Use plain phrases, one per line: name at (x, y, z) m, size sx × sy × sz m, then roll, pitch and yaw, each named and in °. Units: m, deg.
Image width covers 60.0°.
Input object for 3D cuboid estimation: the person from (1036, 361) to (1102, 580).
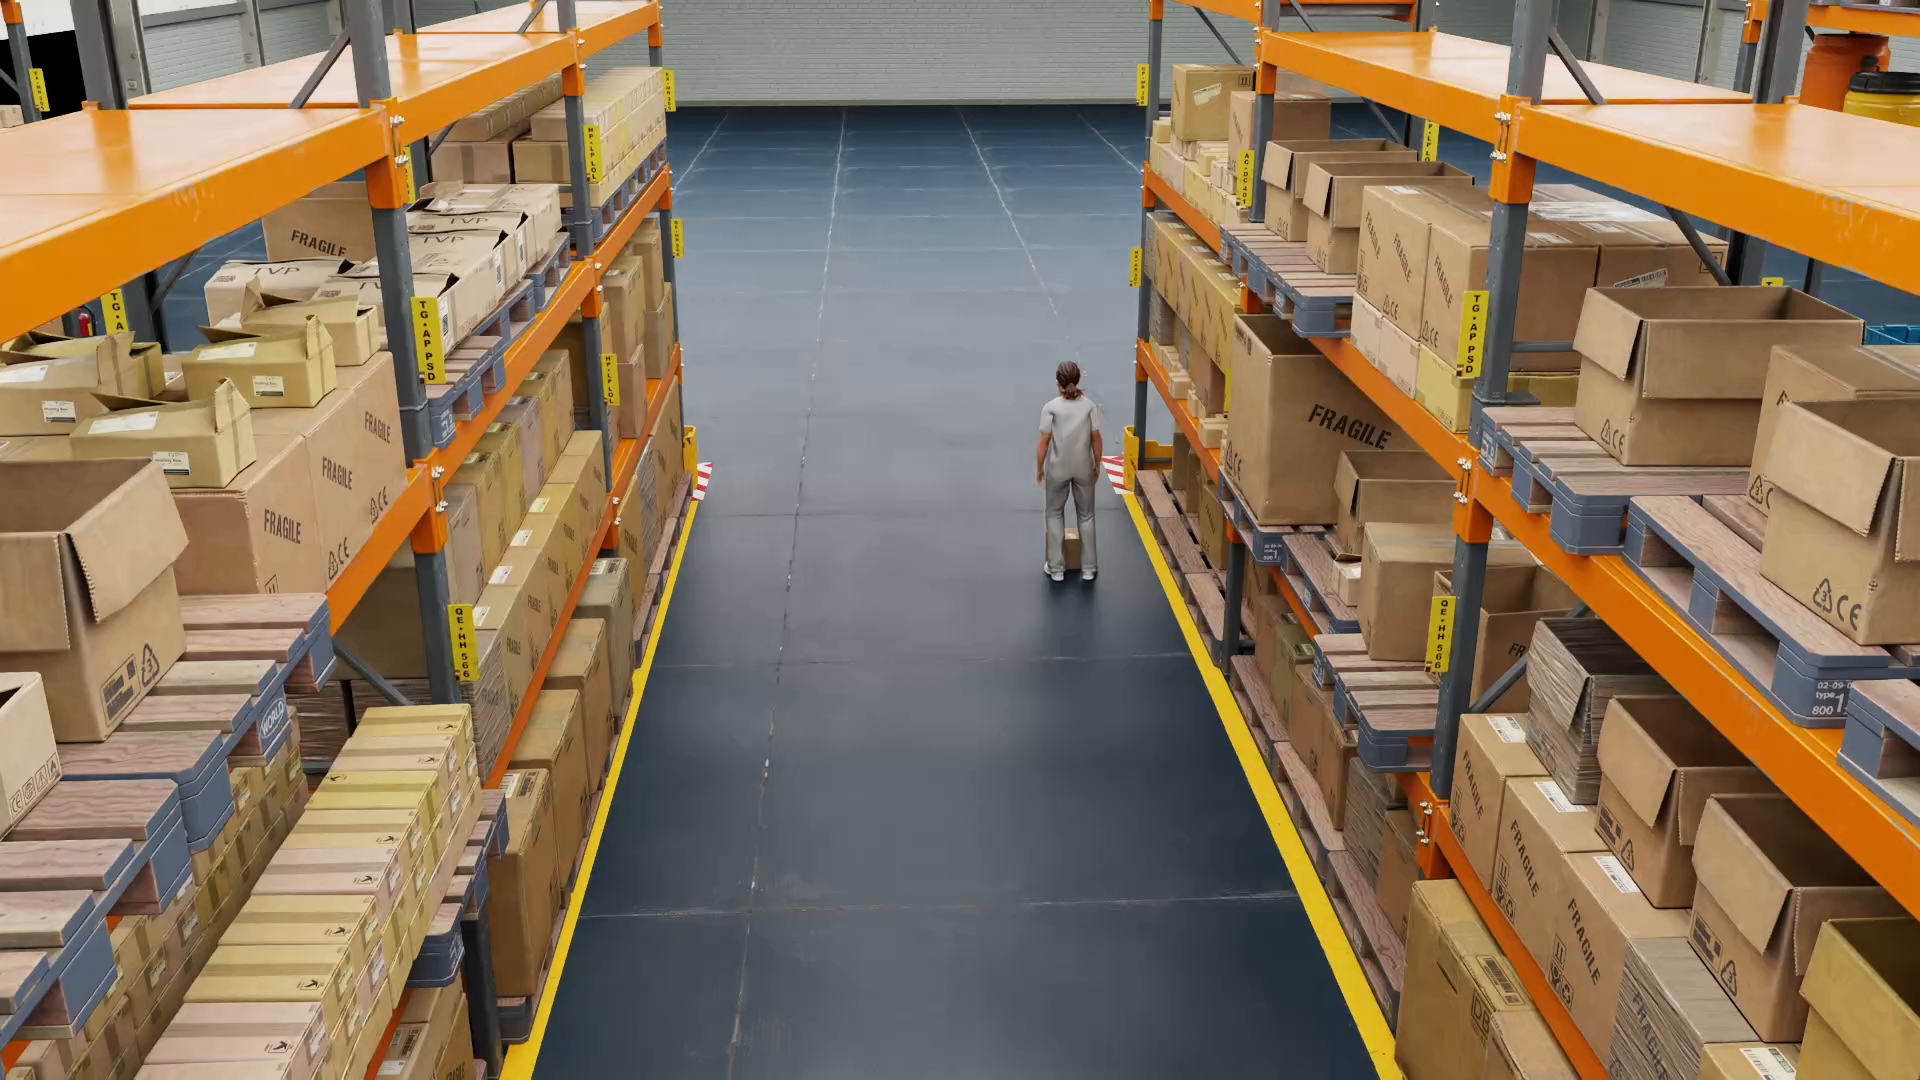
person at (0.823, -0.515, 12.459) m, size 0.514 × 1.673 × 0.344 m, roll -2°, pitch 21°, yaw -6°
